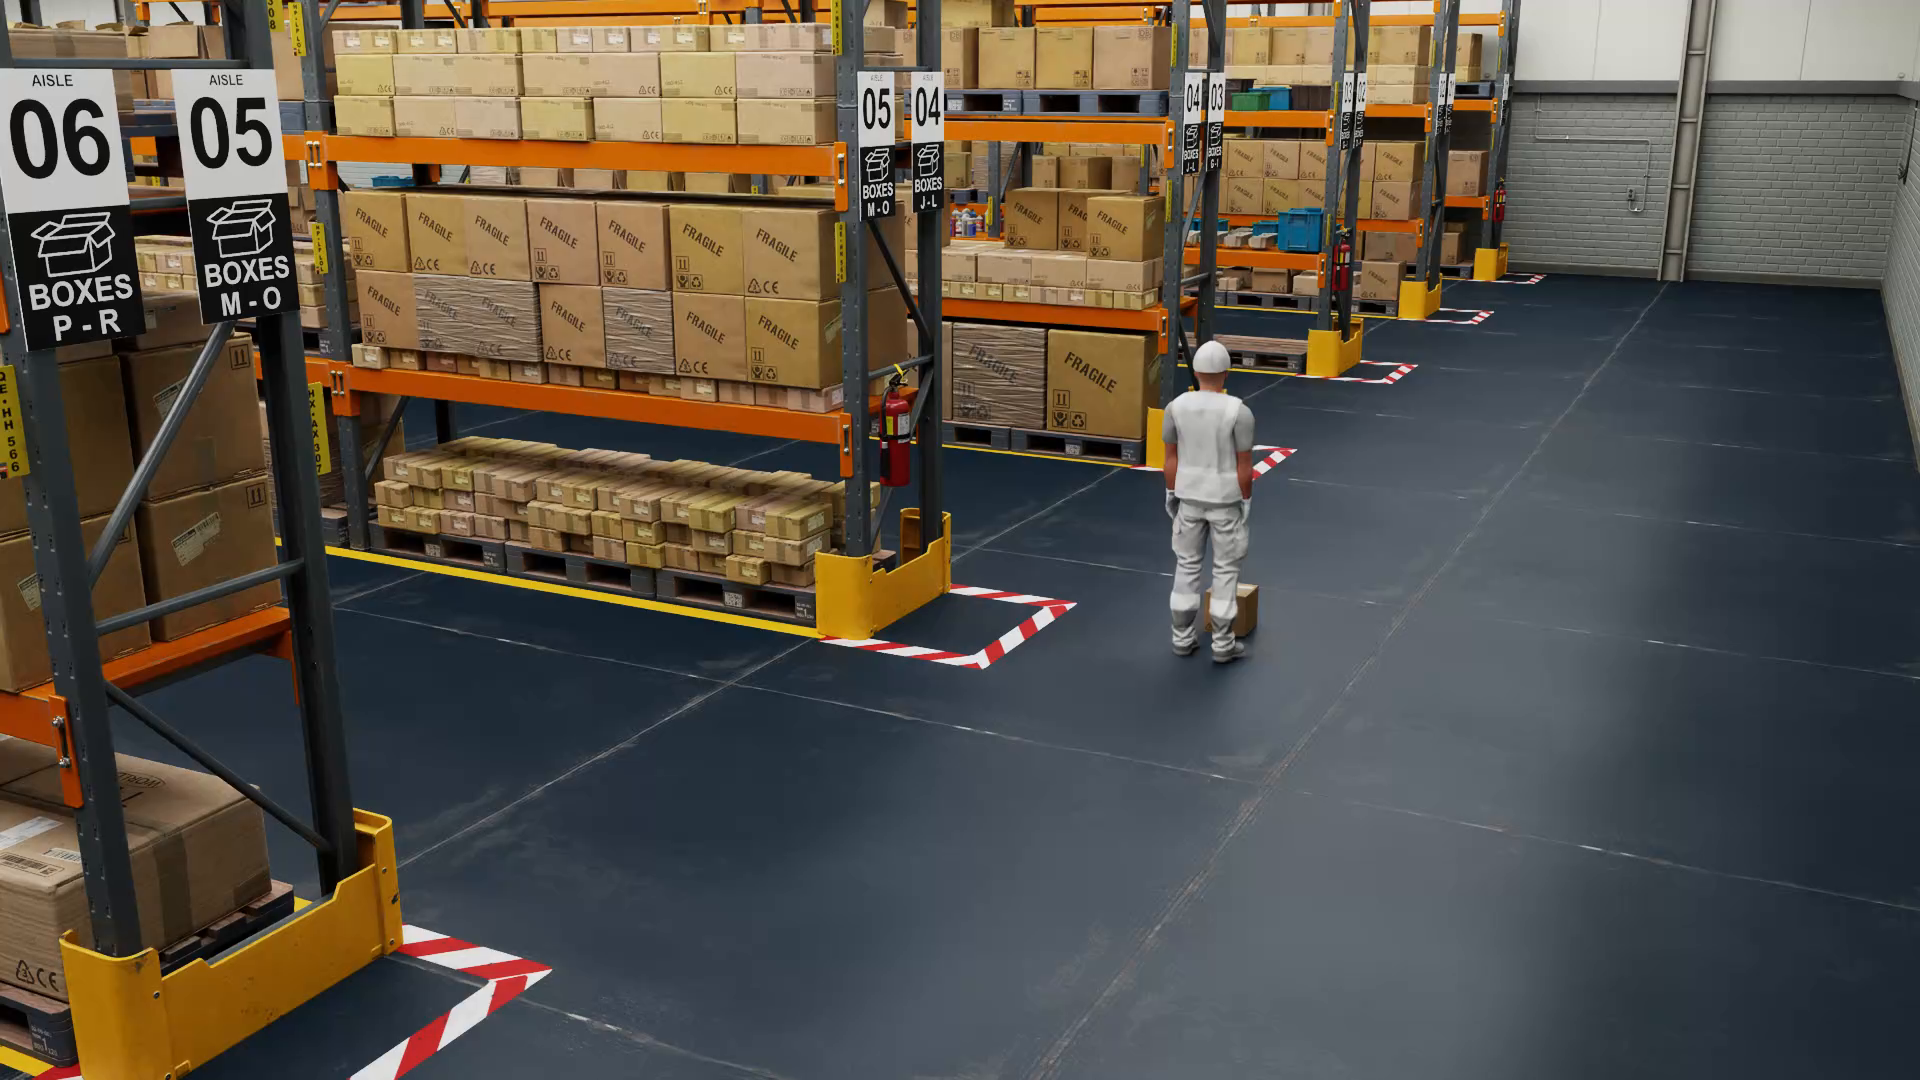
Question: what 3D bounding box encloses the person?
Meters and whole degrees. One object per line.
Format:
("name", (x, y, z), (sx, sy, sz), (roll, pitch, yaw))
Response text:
("person", (1.382, -0.213, 9.262), (0.524, 1.792, 0.335), (8, 18, 27))
